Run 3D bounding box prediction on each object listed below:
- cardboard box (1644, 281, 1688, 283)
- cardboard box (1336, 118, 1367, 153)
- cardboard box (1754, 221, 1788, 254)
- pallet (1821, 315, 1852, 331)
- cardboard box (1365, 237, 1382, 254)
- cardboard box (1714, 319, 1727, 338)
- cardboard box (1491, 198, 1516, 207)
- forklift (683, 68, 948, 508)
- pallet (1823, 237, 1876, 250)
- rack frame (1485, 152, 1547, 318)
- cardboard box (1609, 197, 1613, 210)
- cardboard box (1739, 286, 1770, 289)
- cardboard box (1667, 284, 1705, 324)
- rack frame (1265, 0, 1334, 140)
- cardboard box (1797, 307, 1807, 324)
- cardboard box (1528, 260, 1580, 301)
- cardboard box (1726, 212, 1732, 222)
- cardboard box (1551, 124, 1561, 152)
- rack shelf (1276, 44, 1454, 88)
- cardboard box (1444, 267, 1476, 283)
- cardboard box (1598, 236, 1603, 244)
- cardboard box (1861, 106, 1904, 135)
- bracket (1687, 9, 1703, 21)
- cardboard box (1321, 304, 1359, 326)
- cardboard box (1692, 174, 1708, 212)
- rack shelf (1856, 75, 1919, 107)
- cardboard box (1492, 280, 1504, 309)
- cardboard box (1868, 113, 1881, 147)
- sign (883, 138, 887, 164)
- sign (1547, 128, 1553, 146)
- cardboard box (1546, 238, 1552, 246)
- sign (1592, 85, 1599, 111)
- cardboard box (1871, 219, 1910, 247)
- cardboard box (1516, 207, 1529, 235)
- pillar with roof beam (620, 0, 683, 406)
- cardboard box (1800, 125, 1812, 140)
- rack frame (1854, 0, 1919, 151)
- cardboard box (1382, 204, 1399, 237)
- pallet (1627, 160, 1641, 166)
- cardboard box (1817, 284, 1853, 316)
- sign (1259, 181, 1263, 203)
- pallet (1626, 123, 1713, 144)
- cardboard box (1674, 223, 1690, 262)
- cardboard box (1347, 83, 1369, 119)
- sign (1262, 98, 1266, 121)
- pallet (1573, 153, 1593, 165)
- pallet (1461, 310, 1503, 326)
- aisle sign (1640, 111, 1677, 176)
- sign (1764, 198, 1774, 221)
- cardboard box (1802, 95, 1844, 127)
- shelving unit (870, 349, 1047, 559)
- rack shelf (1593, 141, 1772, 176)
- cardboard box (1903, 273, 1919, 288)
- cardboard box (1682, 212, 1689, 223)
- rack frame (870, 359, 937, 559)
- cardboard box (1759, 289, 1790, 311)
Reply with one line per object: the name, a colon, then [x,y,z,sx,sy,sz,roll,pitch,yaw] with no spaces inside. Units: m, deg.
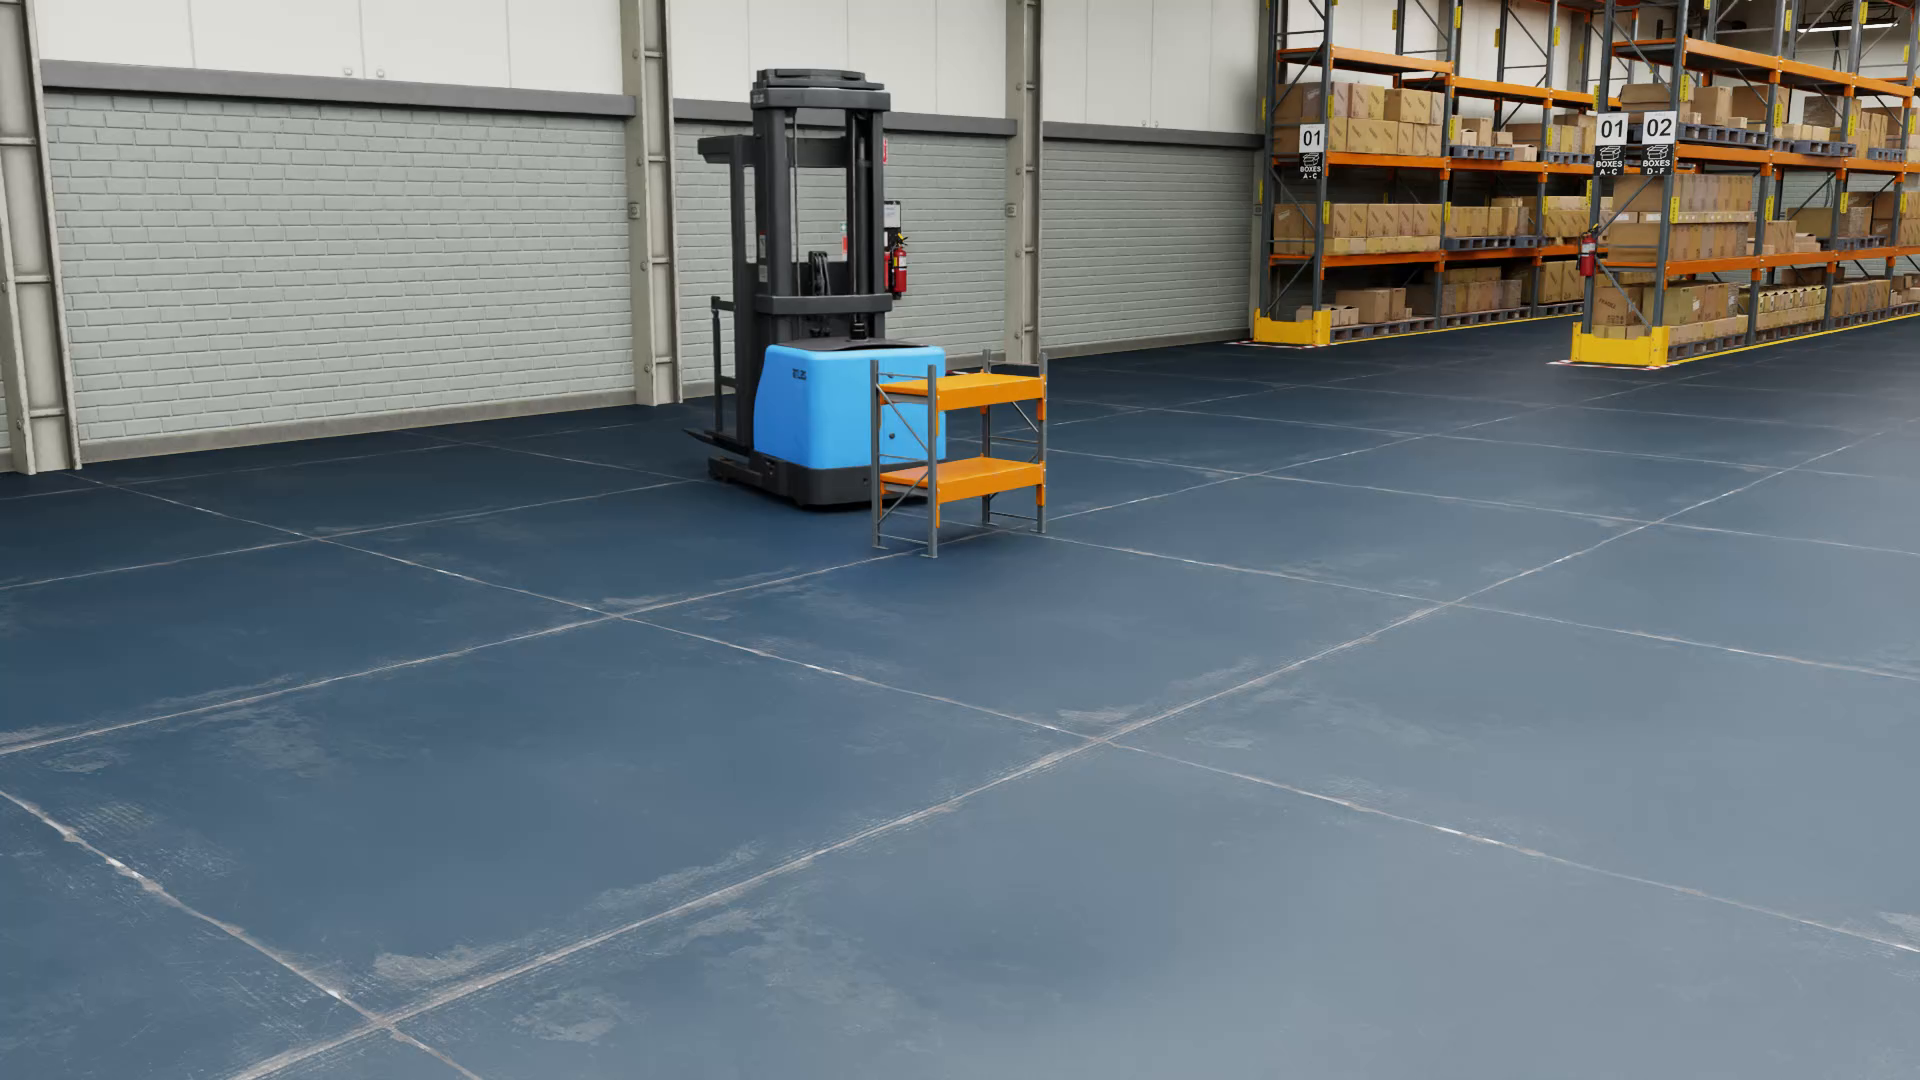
cardboard box: [10.127,-3.451,23.867,0.500,0.500,0.500,10,15,40]
cardboard box: [5.754,-6.074,24.997,0.500,0.500,0.500,-11,16,-44]
cardboard box: [12.526,-4.712,25.890,0.500,0.500,0.500,10,15,40]
pallet: [14.490,-3.727,28.333,1.003,0.211,1.213,10,15,40]
cardboard box: [6.198,-4.572,25.775,0.500,0.250,0.500,9,15,39]
cardboard box: [10.530,-3.014,23.593,0.500,0.250,0.500,10,15,40]
cardboard box: [9.839,-6.108,30.102,0.380,0.149,0.250,7,13,31]
forklift: [-1.239,-1.899,12.237,1.130,2.935,3.031,-6,13,-28]
pallet: [15.249,-5.182,28.989,1.003,0.211,1.213,10,15,40]
rack frame: [10.245,-5.629,30.738,1.000,3.000,0.127,10,15,40]
cardboard box: [12.769,-6.689,33.061,0.500,0.250,0.500,10,15,42]
cardboard box: [12.723,-3.930,26.745,0.500,0.311,0.500,9,15,39]
cardboard box: [9.858,-3.237,22.793,0.500,0.500,0.500,10,15,40]
rack frame: [4.964,-7.394,24.258,1.000,3.000,0.127,10,15,40]
cardboard box: [13.133,-3.588,26.466,0.500,0.250,0.500,10,15,42]
cardboard box: [11.412,-5.001,32.005,0.750,0.750,0.750,10,15,40]
cardboard box: [10.637,-4.551,23.427,0.380,0.149,0.250,10,15,40]
cardboard box: [10.832,-7.529,31.210,0.700,0.500,0.500,9,14,37]
rack shelf: [6.284,-7.334,25.802,1.077,0.370,4.000,10,15,40]
cardboard box: [8.707,-4.651,29.185,0.500,0.250,0.500,9,15,39]
cardboard box: [12.391,-5.899,32.679,0.380,0.149,0.250,10,15,40]
cardboard box: [16.901,-7.665,30.462,0.700,0.500,0.500,10,15,40]
bracket: [16.651,-11.916,37.704,0.235,0.232,0.430,10,15,40]
cardboard box: [5.865,-3.524,25.937,0.500,0.311,0.500,-11,15,-43]
cardboard box: [9.716,-4.725,22.642,0.700,0.500,0.500,10,15,41]
rack shelf: [17.929,-8.460,31.437,1.077,0.370,4.000,10,15,40]
cardboard box: [9.382,-4.446,30.072,0.700,0.500,0.500,10,15,40]
cardboard box: [15.797,-7.187,29.296,0.600,0.600,0.600,10,15,40]
sign: [-0.924,-4.574,19.537,0.001,0.298,0.199,10,15,40]
sign: [10.651,-7.284,30.041,0.100,0.325,0.005,10,15,40]
cardboard box: [10.809,-5.571,31.033,0.380,0.149,0.250,10,15,41]
sign: [8.289,-5.751,21.630,0.100,0.325,0.005,10,15,40]
cardboard box: [17.150,-5.667,30.670,0.500,0.500,0.500,10,15,42]
cardboard box: [9.942,-5.824,30.333,0.700,0.500,0.500,8,14,34]
pillar with roof beam: [0.089,-5.287,13.707,9.100,9.000,0.400,10,15,40]
cardboard box: [12.993,-6.357,26.031,0.500,0.250,0.500,9,15,39]
rack frame: [16.609,-8.520,29.893,1.000,3.000,0.127,10,15,40]
cardboard box: [6.516,-5.012,26.064,0.500,0.500,0.500,10,15,42]
pallet: [13.433,-7.764,33.995,1.003,0.211,1.213,10,15,40]
cardboard box: [14.825,-4.087,28.276,0.500,0.500,0.500,9,14,38]
sign: [4.561,-5.250,25.075,0.100,0.325,0.005,10,15,40]
pallet: [9.174,-5.341,21.860,1.003,0.211,1.213,10,15,40]
cardboard box: [9.349,-4.007,22.357,0.700,0.500,0.500,10,15,42]
cardboard box: [5.770,-6.565,24.905,0.500,0.500,0.500,10,15,40]
sign: [4.561,-6.432,24.839,0.100,0.325,0.005,10,15,40]
pallet: [11.366,-7.274,31.797,1.003,0.211,1.213,11,16,43]
pallet: [8.923,-3.969,29.542,1.003,0.211,1.213,10,15,40]
aisle sign: [8.874,-5.038,21.140,0.394,0.787,0.004,10,15,40]
sign: [11.746,-4.793,24.137,0.100,0.325,0.005,10,15,40]
cardboard box: [14.261,-7.063,27.450,0.500,0.500,0.500,10,15,40]
shelving unit: [0.004,-0.553,10.106,0.538,1.125,1.048,10,15,40]
rack shelf: [10.008,-5.225,22.891,1.077,0.370,4.000,10,15,40]
cardboard box: [19.076,-5.045,33.069,0.500,0.500,0.500,10,15,40]
cardboard box: [9.446,-4.285,22.097,0.380,0.149,0.250,10,15,41]
rack frame: [-0.331,-0.478,9.732,0.500,1.125,0.032,10,15,40]
cardboard box: [12.463,-3.712,25.652,0.500,0.311,0.500,9,14,38]
